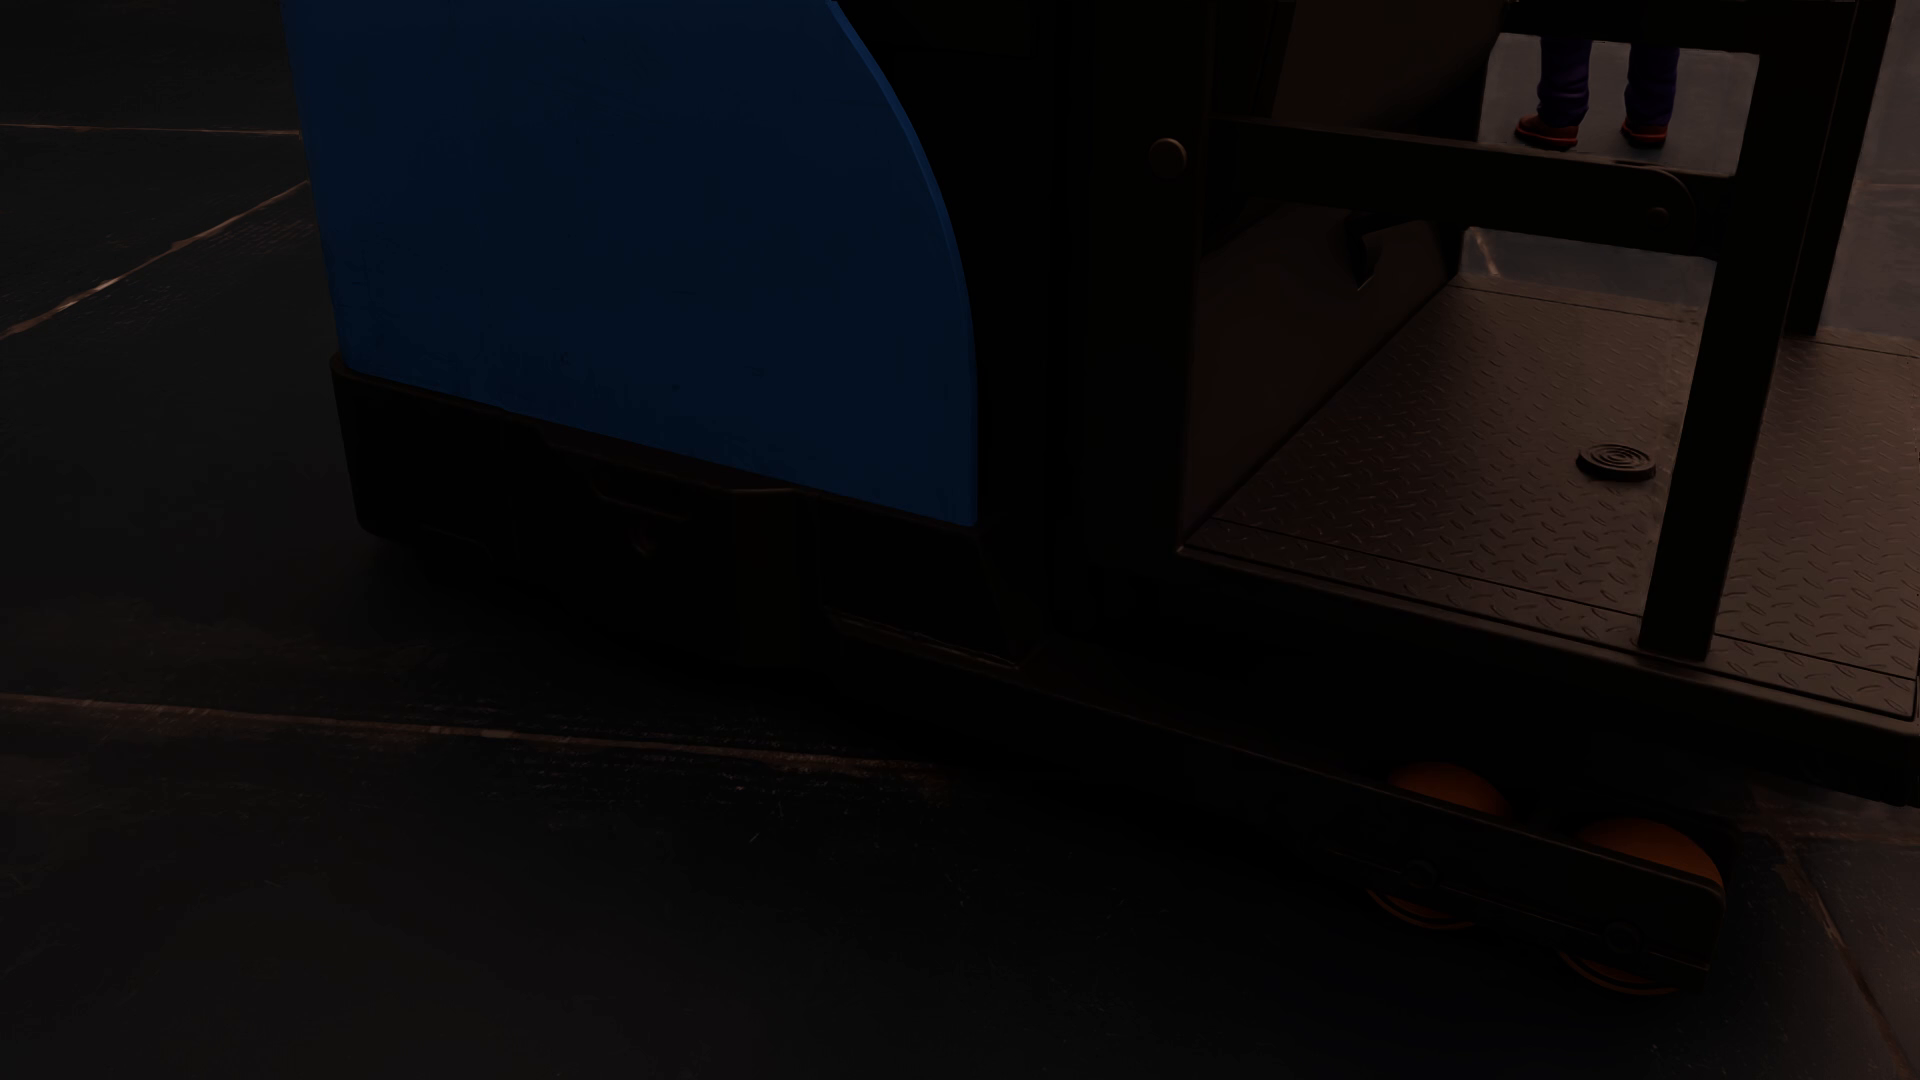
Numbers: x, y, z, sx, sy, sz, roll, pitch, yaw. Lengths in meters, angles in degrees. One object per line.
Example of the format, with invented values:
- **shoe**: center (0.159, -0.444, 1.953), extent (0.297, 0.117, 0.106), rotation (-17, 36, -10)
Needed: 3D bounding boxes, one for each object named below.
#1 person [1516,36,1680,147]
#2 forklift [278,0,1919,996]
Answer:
- **person**: center (1.767, -1.887, 4.430), extent (0.583, 1.656, 0.487), rotation (4, 27, 7)
- **forklift**: center (0.659, -1.142, 1.507), extent (3.031, 2.935, 1.130), rotation (14, 30, 26)
